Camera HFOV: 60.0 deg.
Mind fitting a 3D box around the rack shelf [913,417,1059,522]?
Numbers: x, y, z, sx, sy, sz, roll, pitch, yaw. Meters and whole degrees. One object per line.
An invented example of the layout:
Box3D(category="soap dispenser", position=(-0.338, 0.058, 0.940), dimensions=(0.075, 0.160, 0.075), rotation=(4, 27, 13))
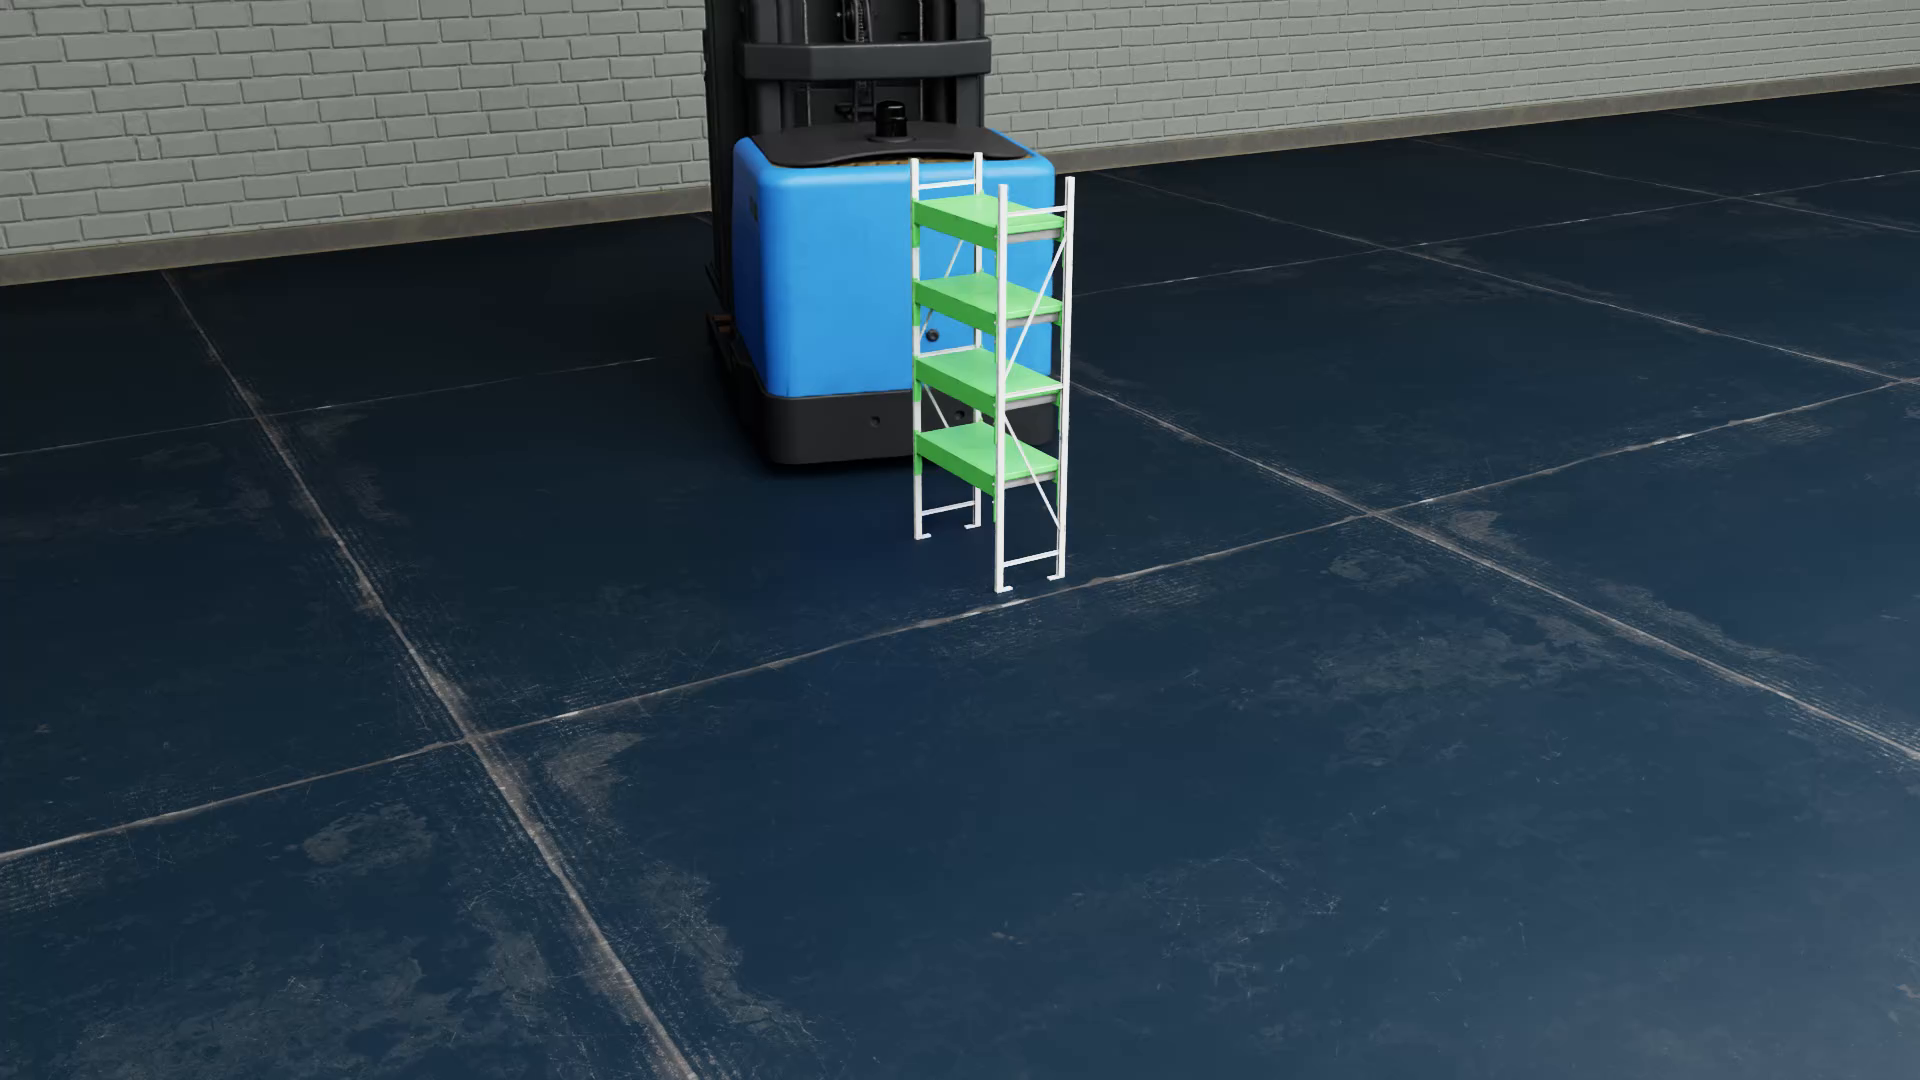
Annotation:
Box3D(category="rack shelf", position=(0.085, -0.221, 5.068), dimensions=(0.258, 0.148, 0.480), rotation=(-13, 25, -28))

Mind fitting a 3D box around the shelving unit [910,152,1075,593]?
Box3D(category="shelving unit", position=(0.085, -0.502, 4.954), dimensions=(0.258, 1.200, 0.503), rotation=(-13, 25, -28))

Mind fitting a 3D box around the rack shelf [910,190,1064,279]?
Box3D(category="rack shelf", position=(0.085, -0.888, 4.797), dimensions=(0.258, 0.148, 0.480), rotation=(-13, 25, -28))

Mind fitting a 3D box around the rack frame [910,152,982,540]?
Box3D(category="rack frame", position=(-0.040, -0.581, 5.148), dimensions=(0.240, 1.200, 0.015), rotation=(-13, 25, -28))

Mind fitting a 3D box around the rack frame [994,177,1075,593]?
Box3D(category="rack frame", position=(0.209, -0.423, 4.759), dimensions=(0.240, 1.200, 0.015), rotation=(-13, 25, -28))

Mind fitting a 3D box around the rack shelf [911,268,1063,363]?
Box3D(category="rack shelf", position=(0.085, -0.665, 4.887), dimensions=(0.258, 0.148, 0.480), rotation=(-13, 25, -28))

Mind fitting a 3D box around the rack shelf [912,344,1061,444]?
Box3D(category="rack shelf", position=(0.085, -0.443, 4.978), dimensions=(0.258, 0.148, 0.480), rotation=(-13, 25, -28))

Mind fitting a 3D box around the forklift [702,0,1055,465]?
Box3D(category="forklift", position=(-0.501, -2.144, 6.694), dimensions=(1.130, 2.935, 3.031), rotation=(-5, 23, -12))
